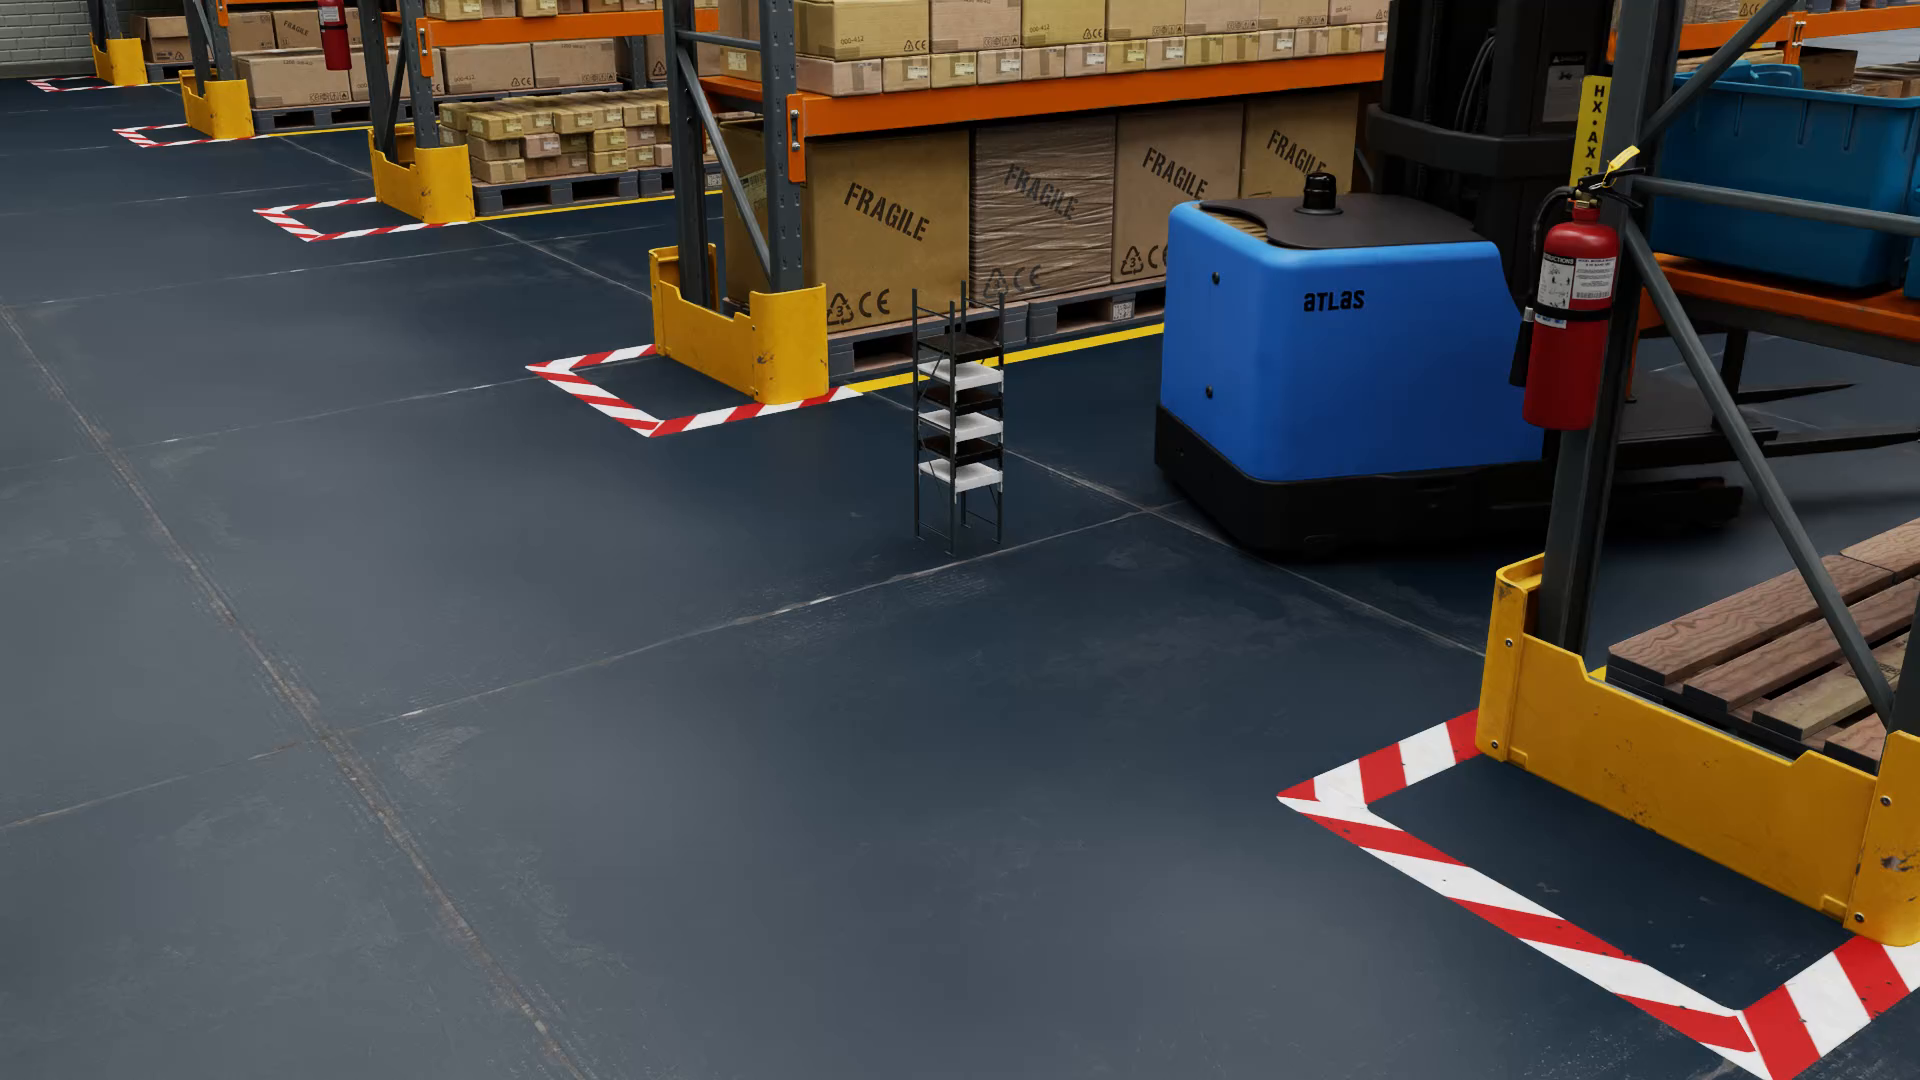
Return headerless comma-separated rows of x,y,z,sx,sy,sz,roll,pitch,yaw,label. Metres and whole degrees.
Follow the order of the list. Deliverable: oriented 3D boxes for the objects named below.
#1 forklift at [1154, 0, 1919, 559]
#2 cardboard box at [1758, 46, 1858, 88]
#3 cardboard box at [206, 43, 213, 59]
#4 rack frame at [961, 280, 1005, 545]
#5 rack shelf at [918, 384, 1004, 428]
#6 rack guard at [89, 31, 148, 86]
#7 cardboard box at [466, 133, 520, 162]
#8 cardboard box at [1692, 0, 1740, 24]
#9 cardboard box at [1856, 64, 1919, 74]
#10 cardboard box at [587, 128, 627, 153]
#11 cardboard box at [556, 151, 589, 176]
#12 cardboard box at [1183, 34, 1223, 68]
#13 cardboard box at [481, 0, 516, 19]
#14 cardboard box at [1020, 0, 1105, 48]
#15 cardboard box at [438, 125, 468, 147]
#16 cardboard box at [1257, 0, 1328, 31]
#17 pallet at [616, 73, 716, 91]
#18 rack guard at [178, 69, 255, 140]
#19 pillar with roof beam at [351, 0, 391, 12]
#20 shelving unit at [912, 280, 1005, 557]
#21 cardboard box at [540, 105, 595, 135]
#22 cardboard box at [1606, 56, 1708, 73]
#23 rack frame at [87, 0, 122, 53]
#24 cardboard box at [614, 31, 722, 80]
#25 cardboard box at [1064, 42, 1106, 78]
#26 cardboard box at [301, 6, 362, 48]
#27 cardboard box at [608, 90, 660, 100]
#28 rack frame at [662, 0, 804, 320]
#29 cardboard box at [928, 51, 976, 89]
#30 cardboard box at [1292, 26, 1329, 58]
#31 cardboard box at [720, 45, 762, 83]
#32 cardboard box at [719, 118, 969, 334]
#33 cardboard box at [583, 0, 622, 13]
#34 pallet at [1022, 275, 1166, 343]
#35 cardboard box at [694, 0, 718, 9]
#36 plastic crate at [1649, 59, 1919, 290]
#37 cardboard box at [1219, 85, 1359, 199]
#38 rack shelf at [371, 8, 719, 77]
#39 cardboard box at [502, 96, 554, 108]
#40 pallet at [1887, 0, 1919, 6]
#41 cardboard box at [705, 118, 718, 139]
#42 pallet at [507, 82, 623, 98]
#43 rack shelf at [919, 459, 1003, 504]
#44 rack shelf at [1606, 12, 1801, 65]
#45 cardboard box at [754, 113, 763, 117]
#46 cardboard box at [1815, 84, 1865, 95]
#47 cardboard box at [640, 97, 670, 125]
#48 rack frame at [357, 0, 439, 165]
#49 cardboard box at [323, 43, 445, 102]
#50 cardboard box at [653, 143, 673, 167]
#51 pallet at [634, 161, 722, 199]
2.328,-1.573,5.884,3.031,2.935,1.130,-5,22,-13,forklift
6.413,-3.596,12.629,0.500,0.250,0.500,-12,25,-27,cardboard box
-8.802,-5.730,19.489,0.250,0.149,0.380,-16,27,-35,cardboard box
0.076,-0.438,5.780,0.006,0.900,0.240,-15,26,-33,rack frame
-0.007,-0.469,5.704,0.200,0.077,0.258,-15,26,-33,rack shelf
-9.660,-5.530,19.081,0.348,0.500,1.175,-15,26,-33,rack guard
-3.272,-2.760,11.645,0.250,0.149,0.380,-14,26,-31,cardboard box
4.798,-3.692,10.965,0.500,0.500,0.500,-15,26,-33,cardboard box
7.799,-3.618,13.694,0.500,0.500,0.700,-15,26,-33,cardboard box
-2.598,-2.905,12.008,0.250,0.149,0.380,-14,26,-31,cardboard box
-2.873,-2.740,11.996,0.250,0.149,0.380,-15,26,-32,cardboard box
1.116,-2.507,8.472,0.250,0.149,0.380,-15,26,-34,cardboard box
-3.210,-3.637,11.304,0.250,0.149,0.380,-14,26,-31,cardboard box
0.343,-2.514,7.951,0.500,0.250,0.500,-16,27,-35,cardboard box
-3.585,-2.924,12.056,0.250,0.149,0.380,-16,27,-34,cardboard box
1.591,-2.848,8.787,0.500,0.250,0.500,-14,26,-31,cardboard box
-2.991,-4.943,17.998,1.213,0.211,1.003,-15,26,-33,pallet
-6.839,-4.016,15.287,0.348,0.500,1.175,-15,26,-33,rack guard
-5.052,-9.152,16.691,0.400,9.000,9.100,-15,26,-33,pillar with roof beam
-0.007,-0.416,5.725,0.210,0.900,0.258,-15,26,-33,shelving unit
-2.790,-2.985,11.808,0.250,0.149,0.380,-15,26,-33,cardboard box
4.161,-2.807,11.184,0.875,0.875,1.225,-15,26,-33,cardboard box
-9.722,-6.675,18.577,0.127,3.000,1.000,-15,26,-33,rack frame
-3.116,-5.415,17.719,0.875,0.875,0.875,-14,26,-31,cardboard box
0.491,-2.341,8.055,0.250,0.149,0.380,-15,26,-33,cardboard box
-7.611,-6.211,20.220,0.500,0.500,0.700,-16,27,-35,cardboard box
-2.480,-3.320,12.647,0.250,0.149,0.380,-16,27,-35,cardboard box
-1.032,-2.201,7.365,0.127,3.000,1.000,-15,26,-33,rack frame
-0.136,-2.173,7.635,0.250,0.149,0.380,-16,27,-34,cardboard box
1.741,-2.674,8.890,0.250,0.149,0.380,-15,26,-34,cardboard box
-0.936,-2.260,7.853,0.250,0.149,0.380,-14,26,-32,cardboard box
-0.560,-1.572,8.088,0.875,0.875,0.875,-15,26,-33,cardboard box
-2.596,-3.828,11.782,0.250,0.149,0.380,-15,26,-33,cardboard box
0.561,-1.365,9.032,1.213,0.211,1.003,-15,26,-33,pallet
-1.922,-3.972,12.142,0.250,0.149,0.380,-14,26,-32,cardboard box
2.023,-0.884,3.936,0.499,0.435,0.616,-15,26,-33,plastic crate
1.632,-2.156,9.553,0.875,0.875,0.875,-15,26,-33,cardboard box
-2.224,-3.814,12.377,4.000,0.370,1.077,-15,26,-33,rack shelf
-3.192,-3.185,12.307,0.250,0.149,0.380,-16,27,-34,cardboard box
7.045,-4.284,12.845,1.213,0.211,1.003,-15,26,-33,pallet
-2.017,-3.118,12.541,0.250,0.149,0.380,-14,25,-30,cardboard box
-4.236,-4.612,17.169,1.213,0.211,1.003,-15,26,-33,pallet
-0.007,-0.218,5.804,0.200,0.077,0.258,-15,26,-33,rack shelf
3.838,-3.166,10.753,4.000,0.370,1.077,-15,26,-33,rack shelf
-1.541,-3.330,12.673,0.250,0.149,0.380,-16,27,-35,cardboard box
6.437,-3.251,12.775,0.500,0.500,0.700,-18,28,-37,cardboard box
-2.167,-3.164,12.256,0.250,0.149,0.380,-14,26,-32,cardboard box
-3.847,-3.715,11.159,0.127,3.000,1.000,-15,26,-33,rack frame
-5.605,-4.561,16.170,0.875,0.438,0.875,-14,26,-31,cardboard box
-2.197,-2.874,12.332,0.250,0.149,0.380,-16,27,-35,cardboard box
-2.116,-2.864,12.789,1.213,0.211,1.003,-15,26,-33,pallet
